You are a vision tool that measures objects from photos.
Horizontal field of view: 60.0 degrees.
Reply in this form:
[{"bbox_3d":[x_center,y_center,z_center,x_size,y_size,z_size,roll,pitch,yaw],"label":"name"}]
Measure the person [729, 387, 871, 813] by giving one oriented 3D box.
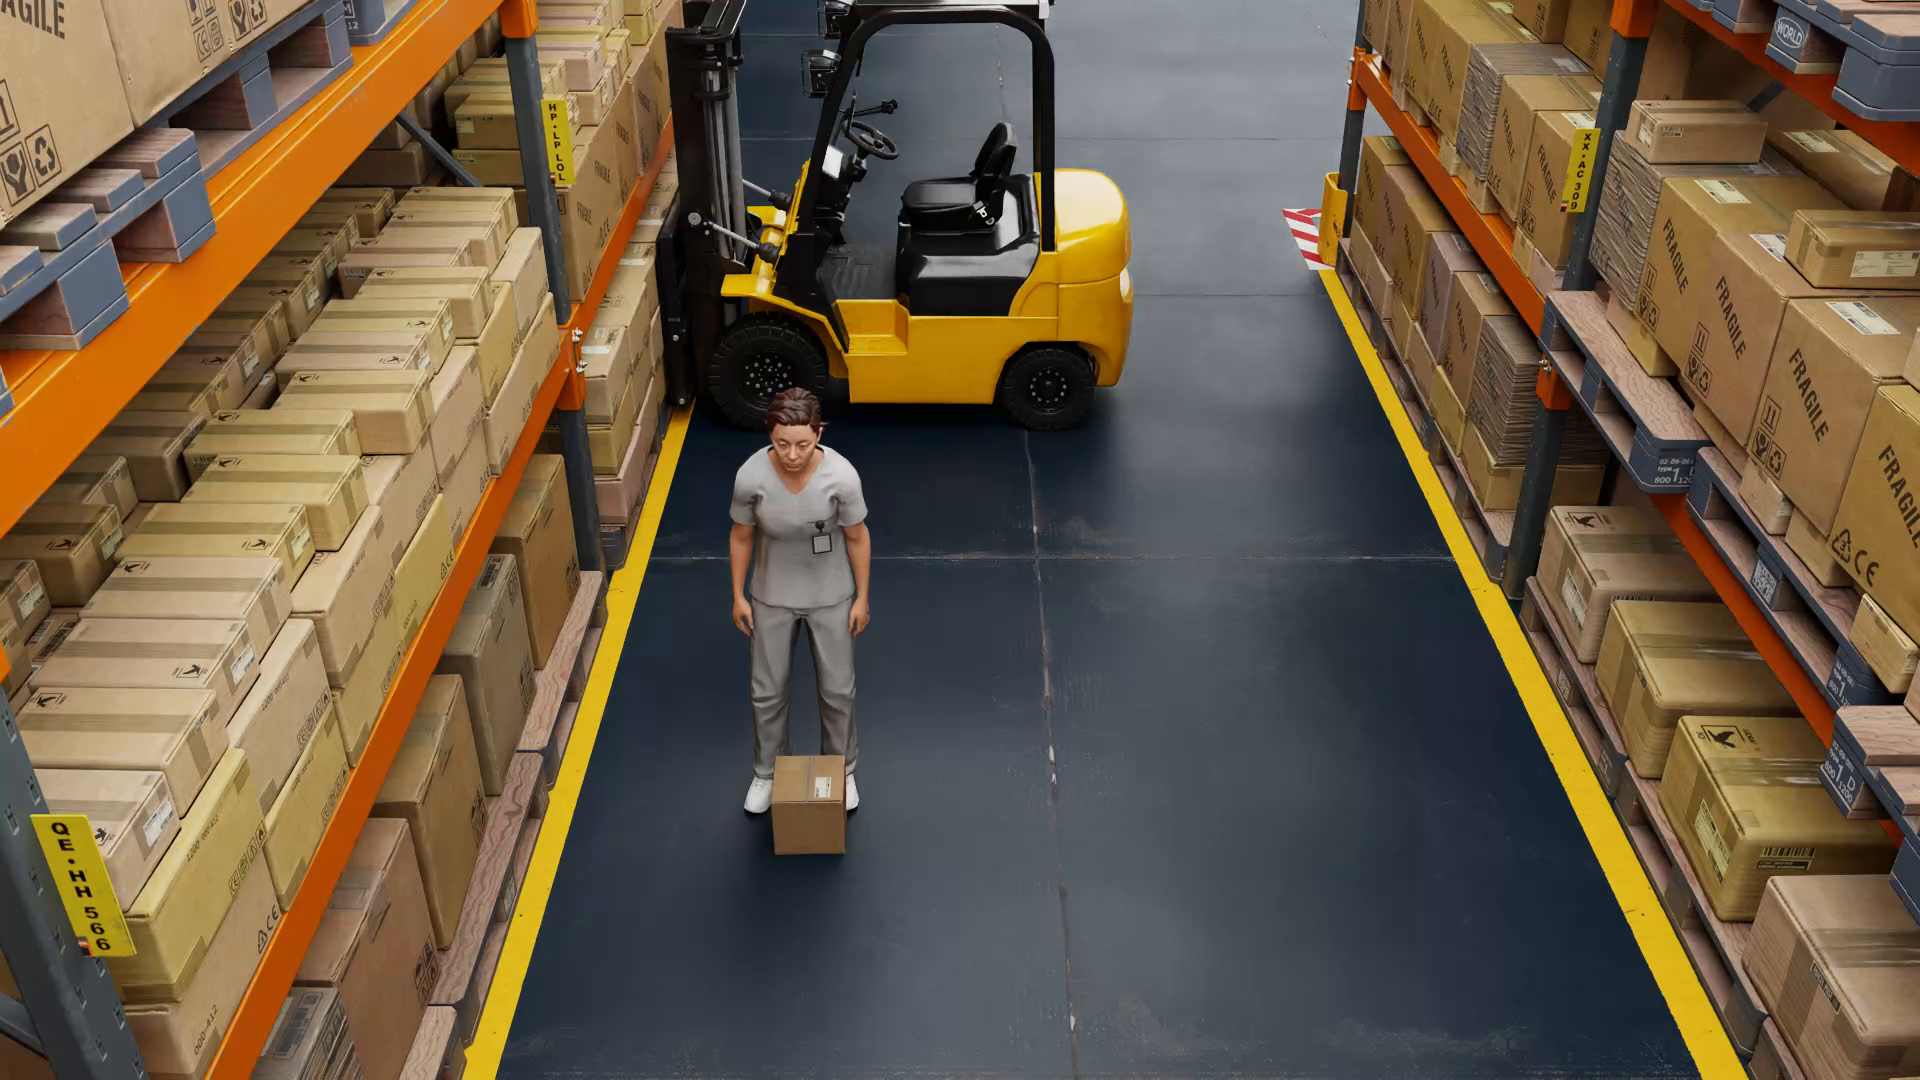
[{"bbox_3d":[-0.550,0.212,5.791,0.486,1.673,0.358,0,32,0],"label":"person"}]
